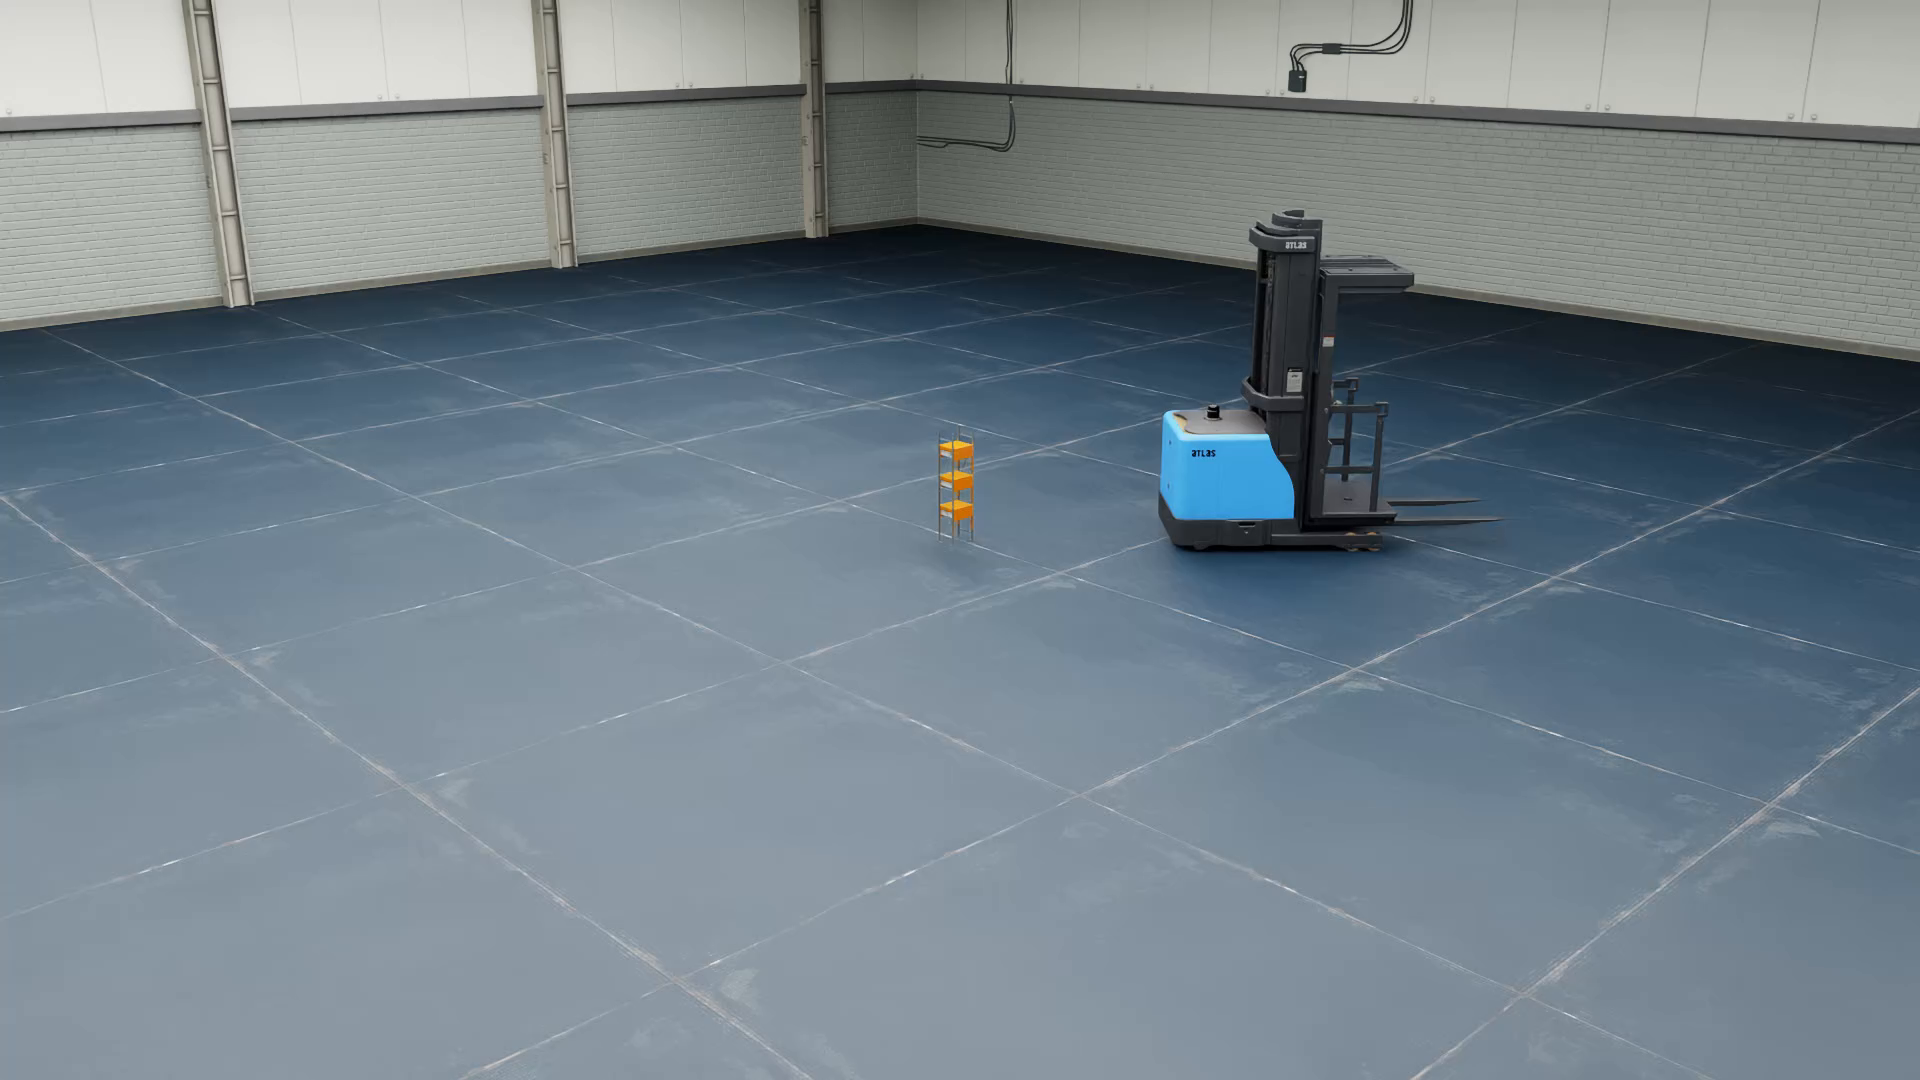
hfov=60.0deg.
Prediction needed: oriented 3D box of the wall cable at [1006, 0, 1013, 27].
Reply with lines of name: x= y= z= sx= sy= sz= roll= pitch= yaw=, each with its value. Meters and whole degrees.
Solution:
wall cable: x=1.903 y=-11.293 z=32.337 sx=0.112 sy=2.526 sz=3.097 roll=-16 pitch=24 yaw=-41

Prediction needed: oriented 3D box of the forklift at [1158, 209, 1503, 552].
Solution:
forklift: x=3.408 y=-1.454 z=14.983 sx=3.031 sy=2.935 sz=1.130 roll=-1 pitch=18 yaw=-2

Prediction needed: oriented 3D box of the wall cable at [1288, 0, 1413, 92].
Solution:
wall cable: x=6.555 y=-10.461 z=27.410 sx=0.169 sy=6.003 sz=2.305 roll=-16 pitch=24 yaw=-41

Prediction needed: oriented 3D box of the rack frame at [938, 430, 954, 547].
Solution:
rack frame: x=-0.128 y=-0.462 z=14.973 sx=0.008 sy=1.050 sz=0.200 roll=-16 pitch=24 yaw=-41

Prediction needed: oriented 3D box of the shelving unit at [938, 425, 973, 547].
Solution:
shelving unit: x=-0.039 y=-0.488 z=15.053 sx=0.252 sy=1.050 sz=0.215 roll=-16 pitch=24 yaw=-41

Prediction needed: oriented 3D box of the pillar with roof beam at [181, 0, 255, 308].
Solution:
pillar with roof beam: x=-8.766 y=-7.139 z=22.677 sx=0.400 sy=9.000 sz=9.100 roll=-16 pitch=24 yaw=-41

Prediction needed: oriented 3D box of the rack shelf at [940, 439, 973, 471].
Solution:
rack shelf: x=-0.039 y=-0.748 z=14.969 sx=0.240 sy=0.259 sz=0.215 roll=-16 pitch=24 yaw=-41

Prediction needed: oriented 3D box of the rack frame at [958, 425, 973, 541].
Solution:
rack frame: x=0.050 y=-0.514 z=15.133 sx=0.008 sy=1.050 sz=0.200 roll=-16 pitch=24 yaw=-41

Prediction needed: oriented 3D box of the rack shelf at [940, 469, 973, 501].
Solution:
rack shelf: x=-0.039 y=-0.478 z=15.056 sx=0.240 sy=0.259 sz=0.215 roll=-16 pitch=24 yaw=-41

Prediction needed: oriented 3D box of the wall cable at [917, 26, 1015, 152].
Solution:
wall cable: x=0.045 y=-9.497 z=34.986 sx=0.112 sy=2.526 sz=3.097 roll=-16 pitch=24 yaw=-41

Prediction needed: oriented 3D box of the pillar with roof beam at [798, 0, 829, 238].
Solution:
pillar with roof beam: x=-0.047 y=-9.681 z=30.520 sx=0.400 sy=9.000 sz=9.100 roll=-16 pitch=24 yaw=-41

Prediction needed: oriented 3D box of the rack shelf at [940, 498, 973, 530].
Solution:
rack shelf: x=-0.039 y=-0.214 z=15.142 sx=0.240 sy=0.259 sz=0.215 roll=-16 pitch=24 yaw=-41

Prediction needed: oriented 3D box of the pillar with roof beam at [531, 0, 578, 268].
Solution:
pillar with roof beam: x=-4.407 y=-8.410 z=26.599 sx=0.400 sy=9.000 sz=9.100 roll=-16 pitch=24 yaw=-41
